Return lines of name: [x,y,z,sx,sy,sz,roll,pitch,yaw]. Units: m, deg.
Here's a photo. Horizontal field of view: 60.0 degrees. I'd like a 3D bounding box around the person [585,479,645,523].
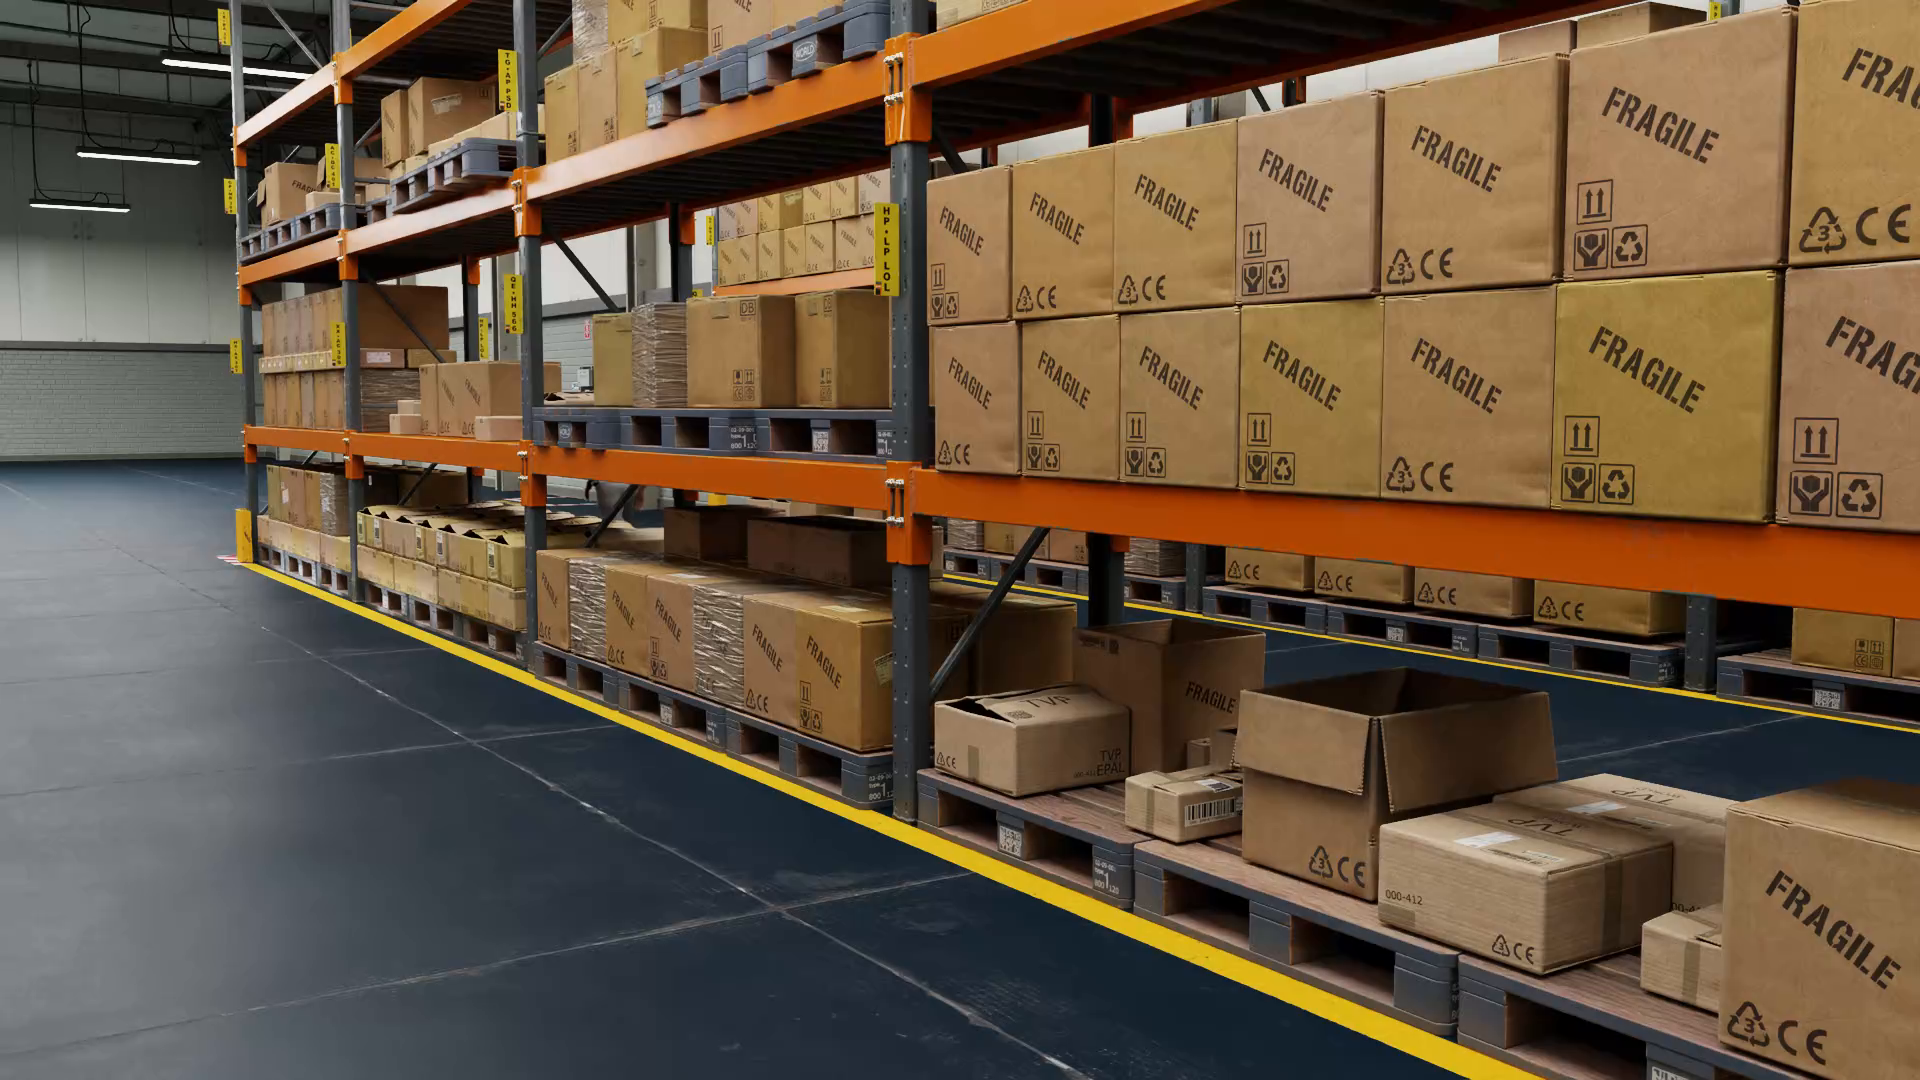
person: [-2.886,-0.462,13.926,0.438,1.635,0.996,-3,6,-34]
